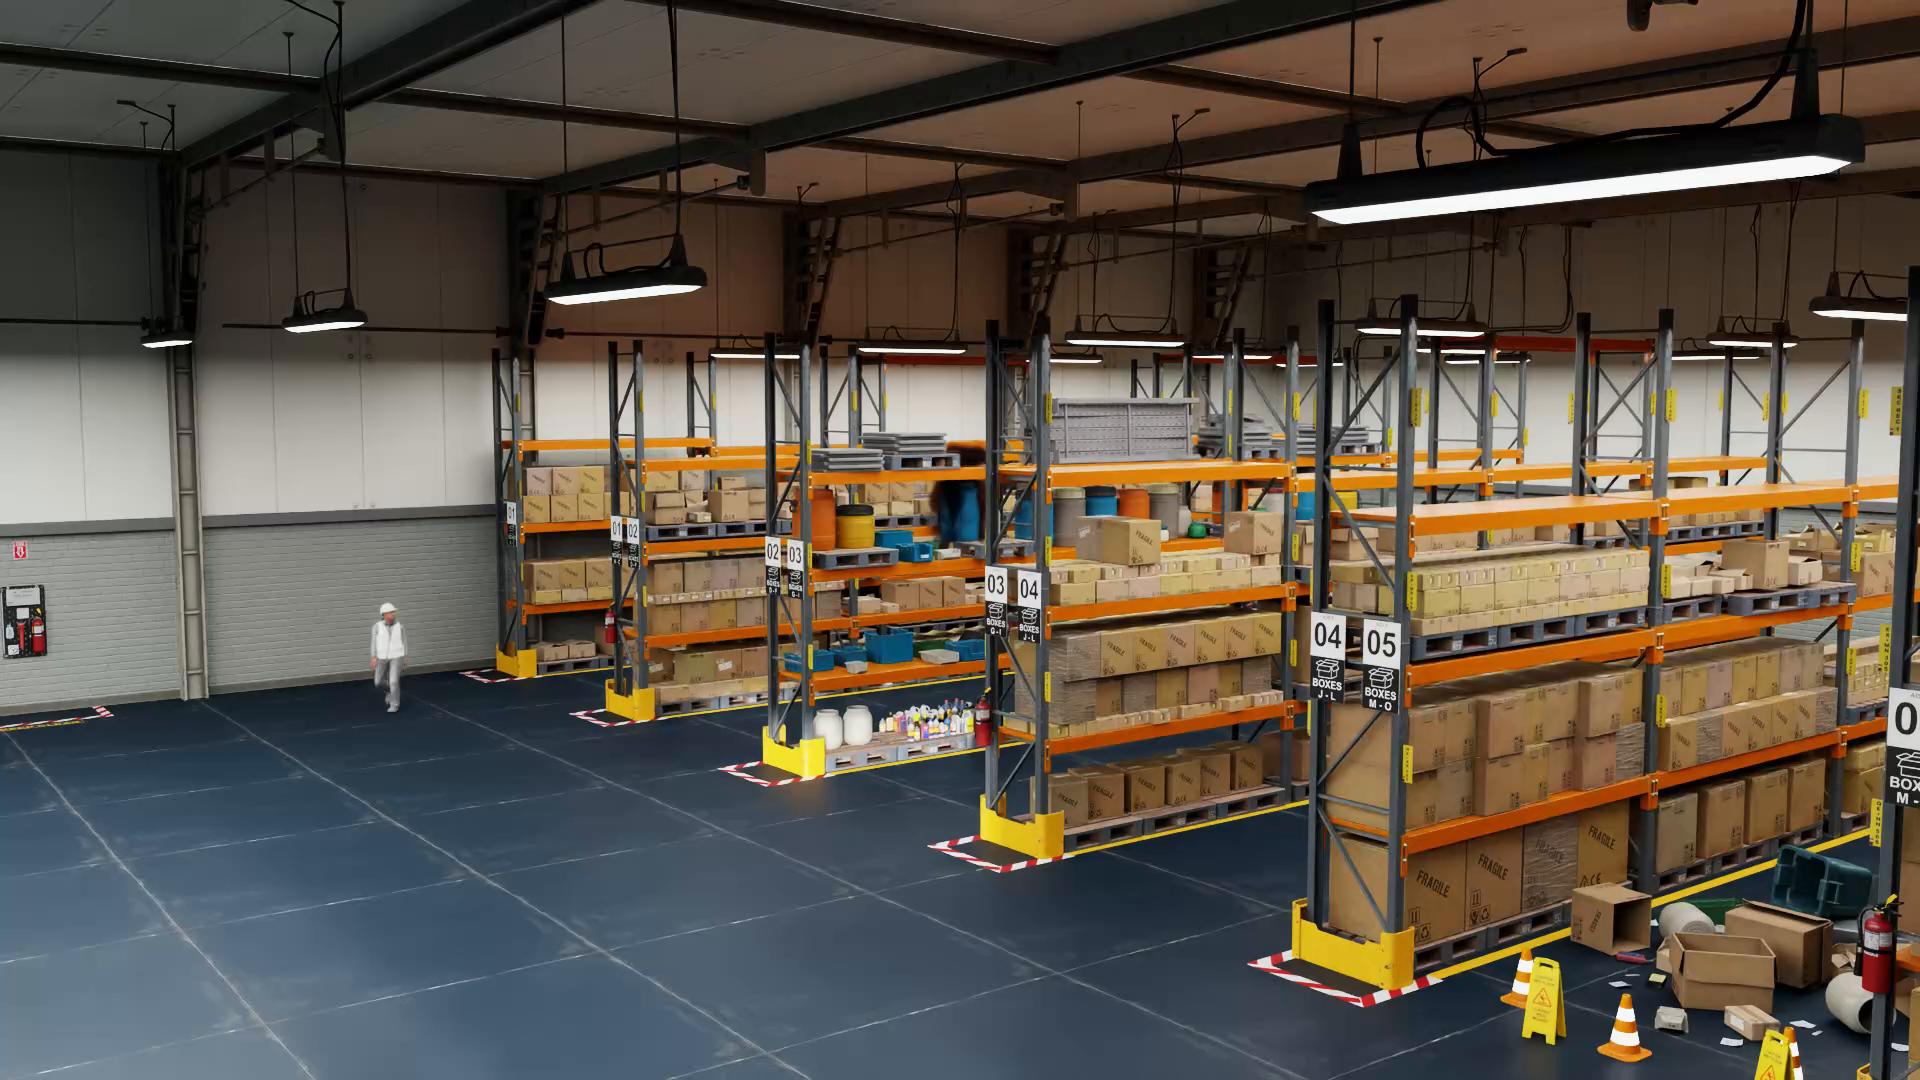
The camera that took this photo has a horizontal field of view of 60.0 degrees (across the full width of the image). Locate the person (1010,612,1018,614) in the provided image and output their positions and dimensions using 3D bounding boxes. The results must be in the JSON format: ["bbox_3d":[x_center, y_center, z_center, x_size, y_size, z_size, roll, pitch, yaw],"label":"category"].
[{"bbox_3d":[1.238,1.129,35.809,0.588,1.807,0.367,-3,6,-28],"label":"person"}]

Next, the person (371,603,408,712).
[{"bbox_3d":[-9.281,1.899,27.101,0.528,1.755,0.622,0,5,2],"label":"person"}]

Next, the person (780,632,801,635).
[{"bbox_3d":[-3.038,1.699,30.244,0.494,1.710,0.504,0,5,-2],"label":"person"}]
